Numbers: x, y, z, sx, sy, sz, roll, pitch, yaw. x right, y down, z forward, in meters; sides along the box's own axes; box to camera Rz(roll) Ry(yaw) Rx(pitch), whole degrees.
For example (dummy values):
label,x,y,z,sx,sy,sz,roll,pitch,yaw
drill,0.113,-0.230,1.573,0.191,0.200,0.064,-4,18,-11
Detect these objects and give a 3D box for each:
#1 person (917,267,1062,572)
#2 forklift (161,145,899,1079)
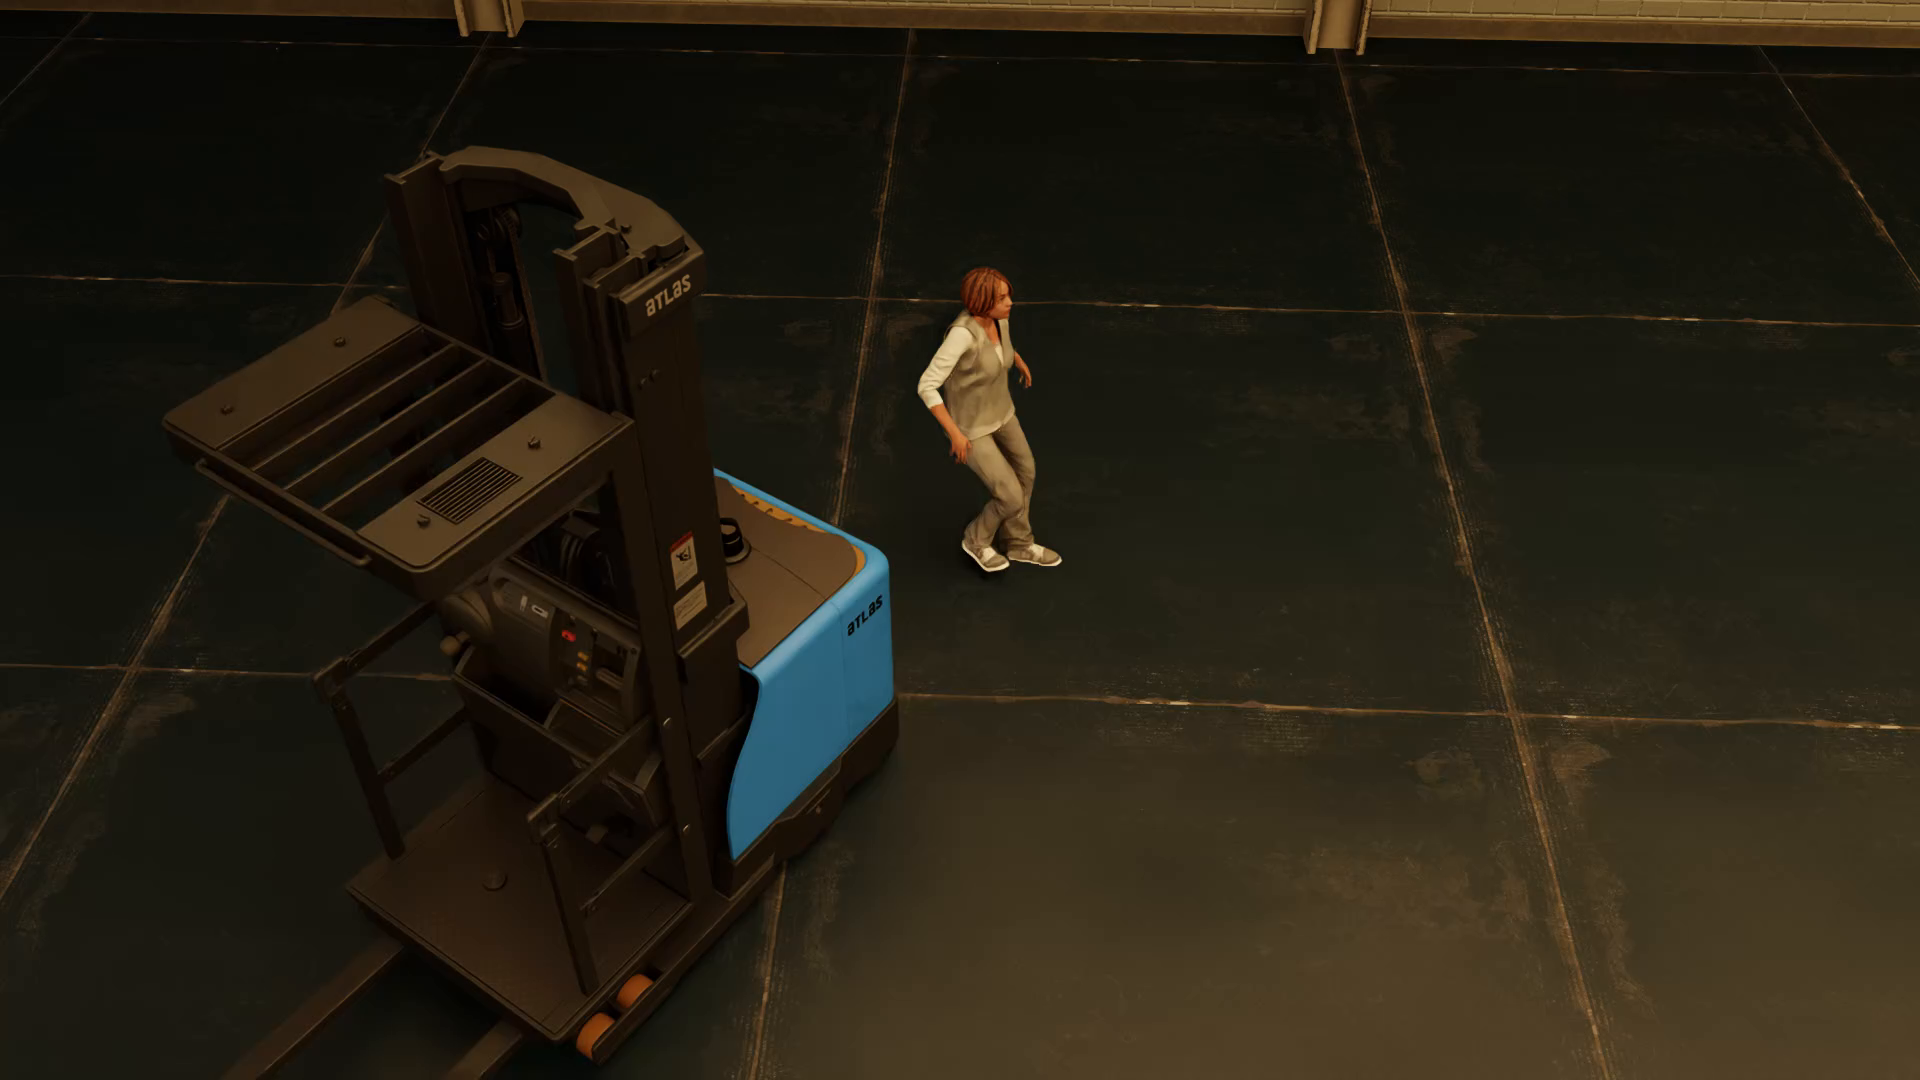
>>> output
label,x,y,z,sx,sy,sz,roll,pitch,yaw
person,0.176,-0.493,7.340,0.581,1.548,0.766,23,47,23
forklift,-1.516,0.385,5.321,1.130,2.935,3.031,26,48,25
